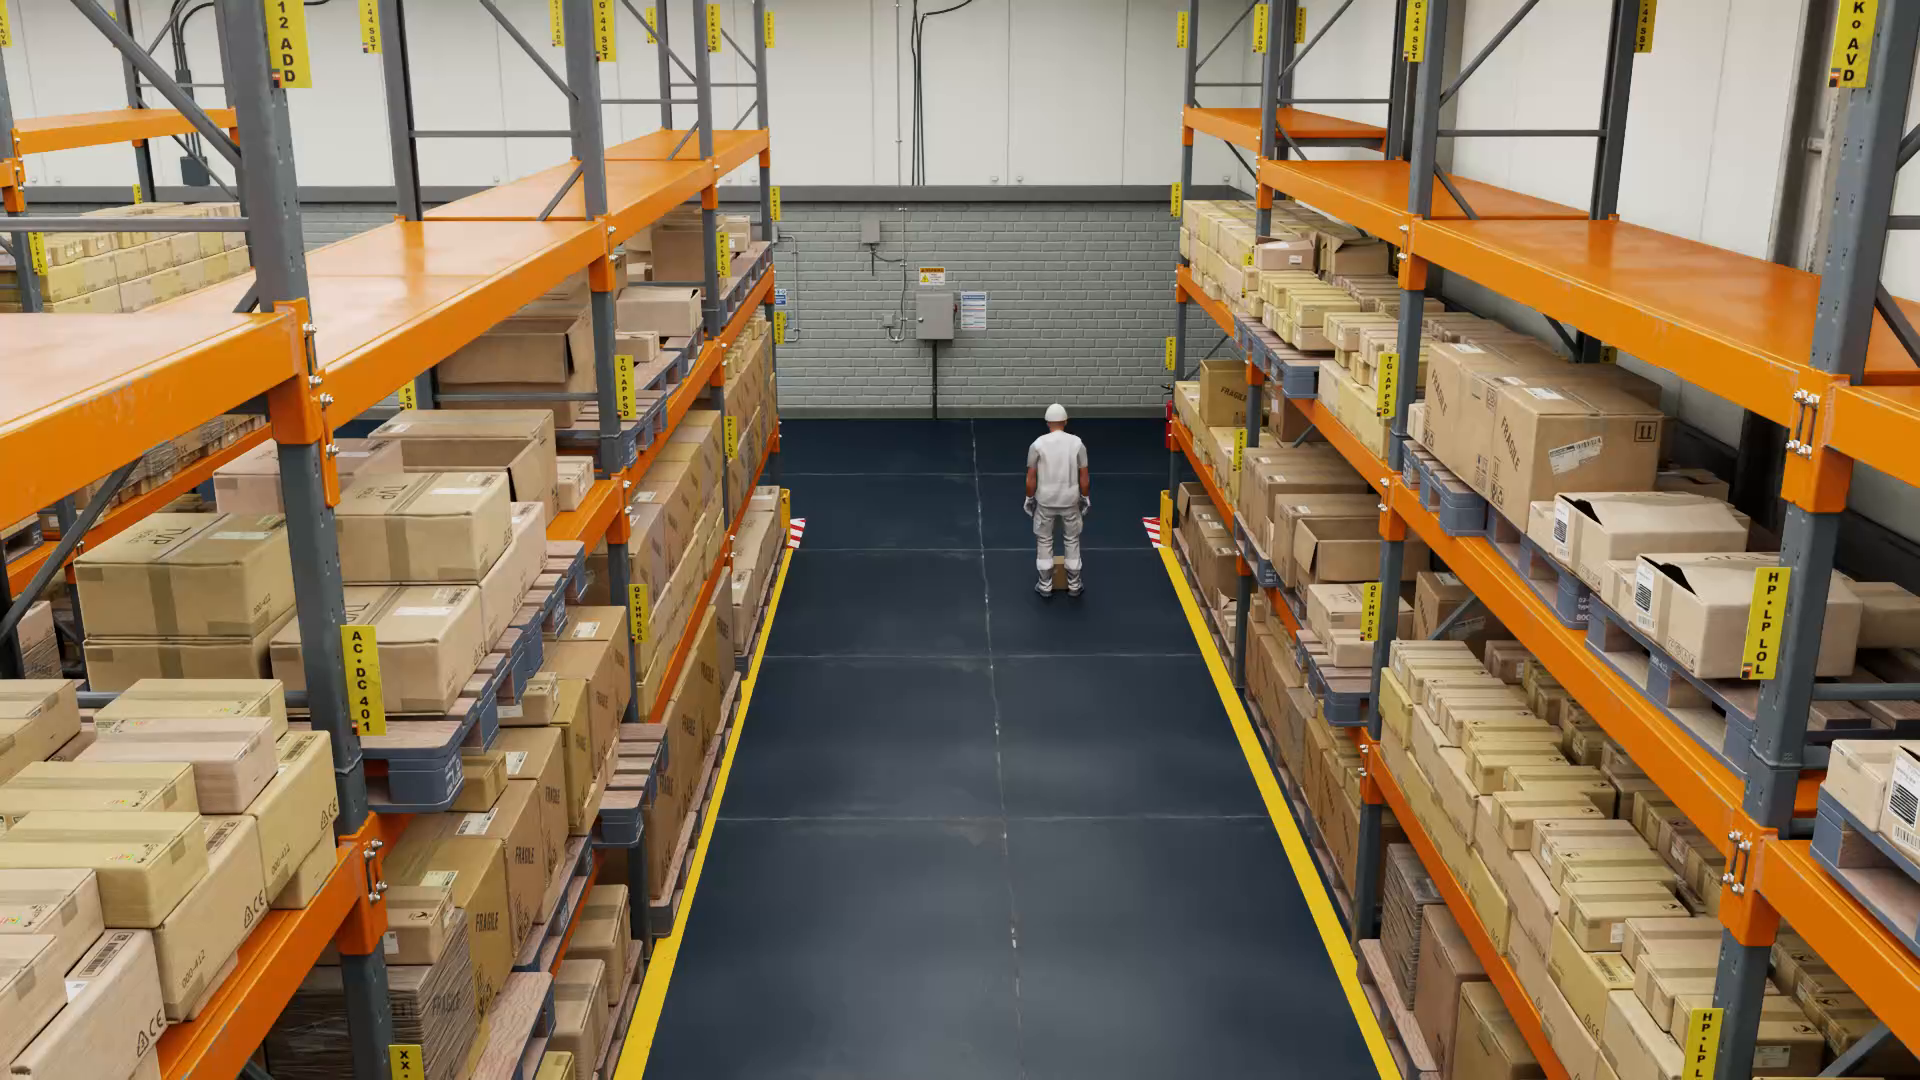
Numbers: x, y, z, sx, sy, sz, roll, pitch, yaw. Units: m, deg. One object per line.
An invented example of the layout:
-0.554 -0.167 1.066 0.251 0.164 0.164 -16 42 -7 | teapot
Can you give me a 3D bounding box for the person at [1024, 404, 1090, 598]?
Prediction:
0.891 -0.358 15.191 0.607 1.779 0.451 0 17 -1 | person
